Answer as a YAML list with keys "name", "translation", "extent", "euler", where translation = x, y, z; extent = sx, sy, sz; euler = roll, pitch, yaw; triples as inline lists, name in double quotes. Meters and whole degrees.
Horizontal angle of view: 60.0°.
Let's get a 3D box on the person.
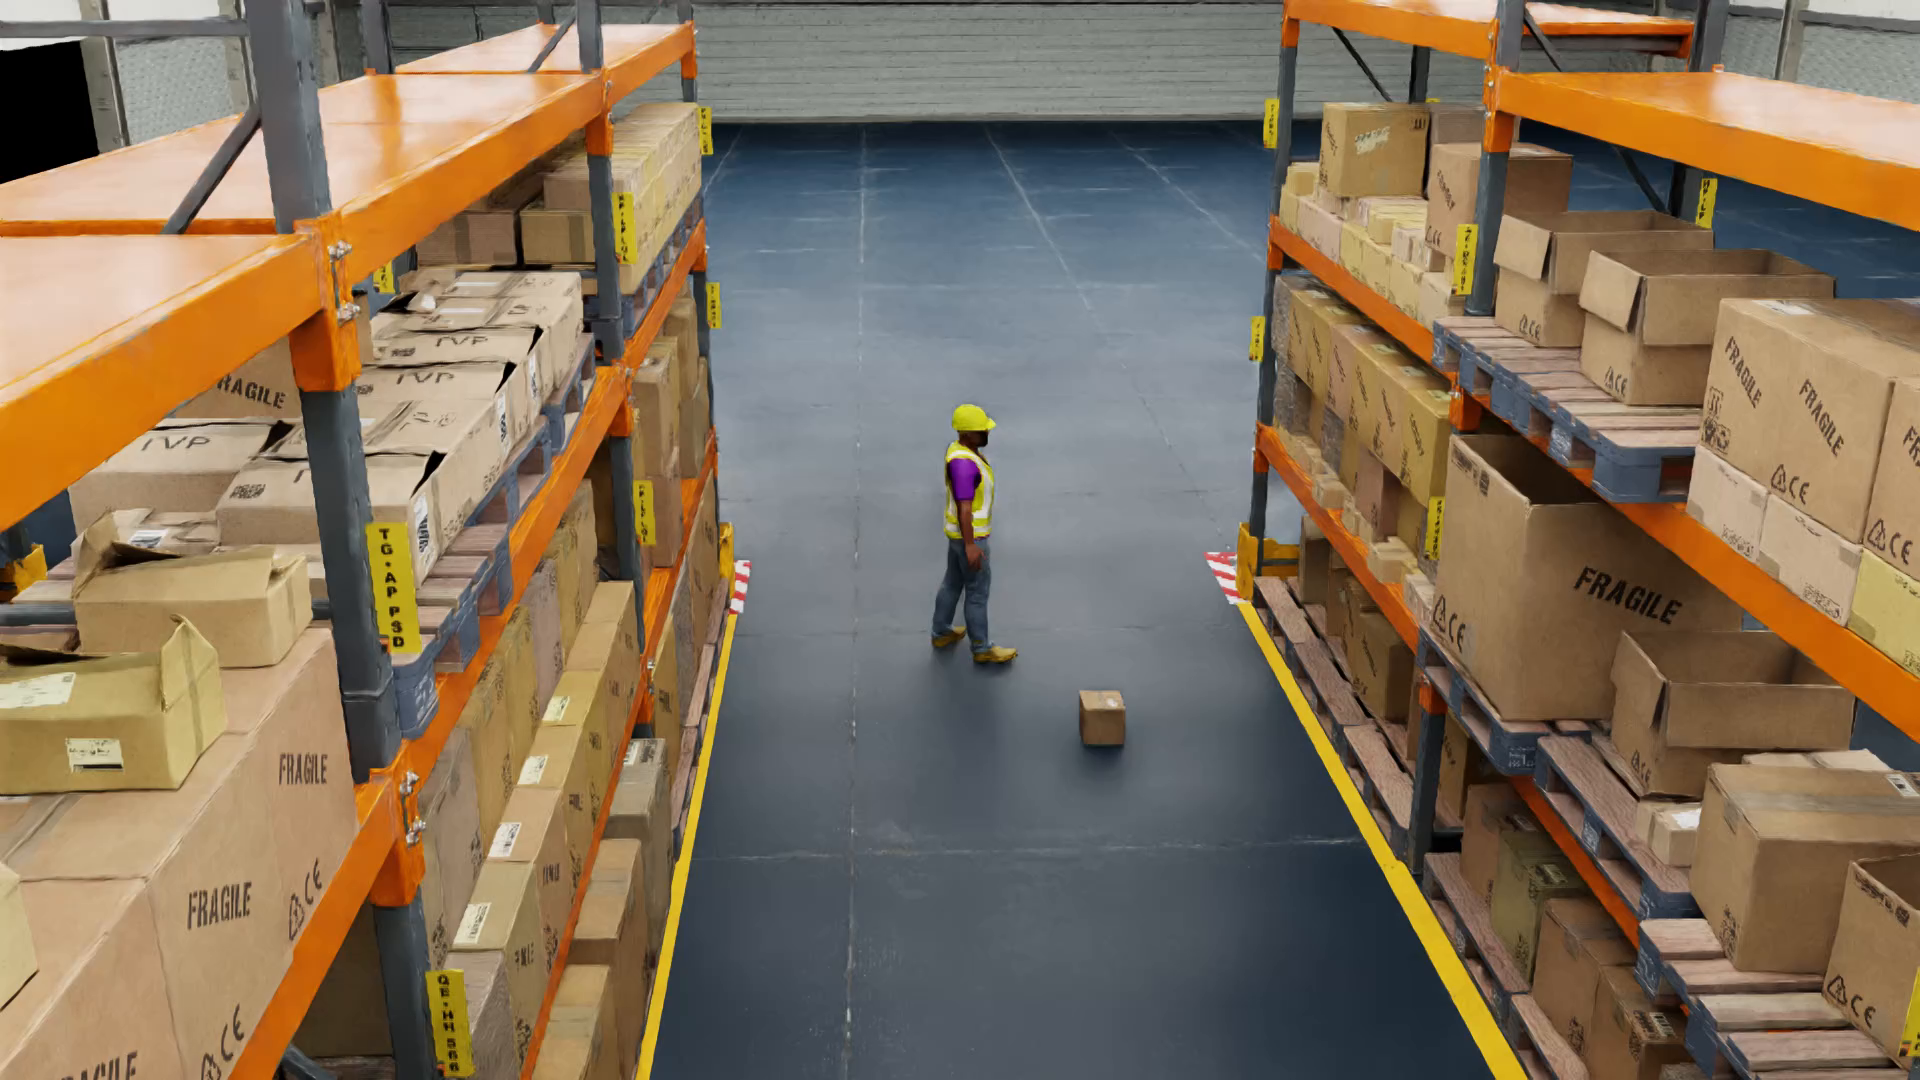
- name: "person"
  translation: [0.099, -0.044, 11.127]
  extent: [0.580, 1.768, 0.738]
  euler: [-1, 20, -3]
